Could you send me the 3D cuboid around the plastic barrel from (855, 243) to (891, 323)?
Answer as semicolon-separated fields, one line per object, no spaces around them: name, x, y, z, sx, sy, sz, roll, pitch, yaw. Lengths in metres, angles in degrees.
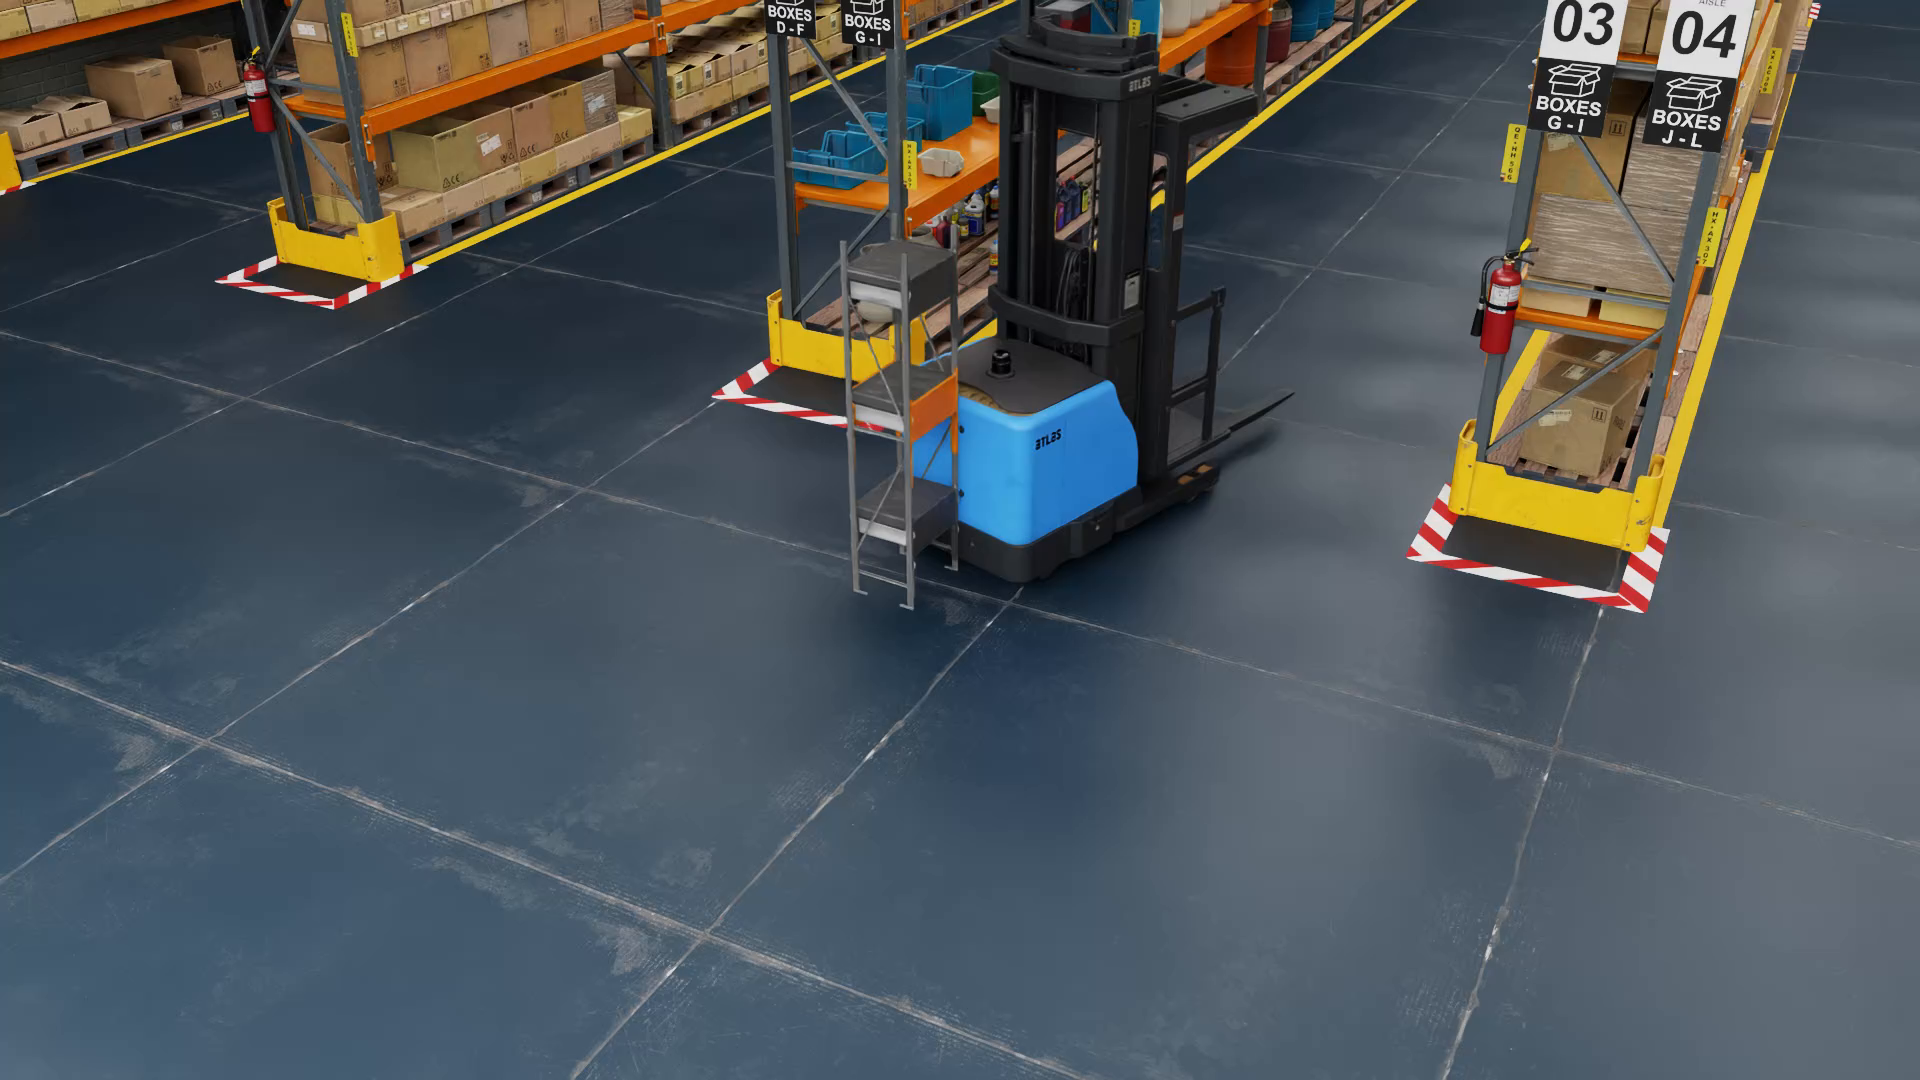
plastic barrel;-0.590;-1.926;12.459;0.421;0.512;0.421;0;30;0

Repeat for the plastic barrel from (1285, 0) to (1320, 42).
plastic barrel;4.059;-6.554;20.127;0.600;0.901;0.708;14;33;23

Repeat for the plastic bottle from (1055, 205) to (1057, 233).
plastic bottle;0.729;-2.750;14.035;0.144;0.351;0.185;14;33;23

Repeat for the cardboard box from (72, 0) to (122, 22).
cardboard box;-8.675;-5.307;16.400;0.500;0.250;0.500;14;33;23

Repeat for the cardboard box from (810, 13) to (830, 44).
cardboard box;-1.836;-5.898;19.076;0.500;0.311;0.500;14;33;23

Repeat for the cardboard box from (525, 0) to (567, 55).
cardboard box;-4.071;-4.801;15.288;0.700;0.500;0.500;15;33;24

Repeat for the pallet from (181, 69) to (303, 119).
pallet;-8.094;-5.019;18.569;1.003;0.211;1.213;14;33;23

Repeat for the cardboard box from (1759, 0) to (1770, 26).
cardboard box;4.495;-3.229;9.790;0.500;0.250;0.500;14;33;23

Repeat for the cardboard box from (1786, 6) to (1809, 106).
cardboard box;8.374;-5.286;17.945;1.225;0.875;0.875;13;32;22

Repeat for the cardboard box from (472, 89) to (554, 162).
cardboard box;-4.102;-3.805;15.242;0.500;0.500;0.500;14;33;23

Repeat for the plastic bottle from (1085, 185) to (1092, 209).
plastic bottle;1.112;-3.033;14.677;0.097;0.201;0.097;0;30;0

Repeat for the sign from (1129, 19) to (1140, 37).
sign;1.485;-4.277;14.199;0.100;0.325;0.005;14;33;23

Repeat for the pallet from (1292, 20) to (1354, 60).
pallet;4.256;-6.291;20.784;1.003;0.211;1.213;14;33;23

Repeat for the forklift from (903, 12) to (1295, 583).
forklift;1.004;-1.668;10.001;1.130;2.935;3.031;25;38;37

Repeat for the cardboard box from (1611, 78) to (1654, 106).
cardboard box;3.840;-2.519;10.011;0.500;0.500;0.500;14;33;23

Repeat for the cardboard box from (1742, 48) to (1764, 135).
cardboard box;4.763;-2.843;10.576;0.500;0.500;0.500;14;33;23

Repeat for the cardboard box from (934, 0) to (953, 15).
cardboard box;-0.424;-7.116;21.489;0.500;0.500;0.500;13;32;22

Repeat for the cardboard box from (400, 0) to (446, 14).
cardboard box;-4.747;-4.707;13.821;0.700;0.500;0.500;13;32;22

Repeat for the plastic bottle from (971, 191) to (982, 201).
plastic bottle;0.143;-2.873;14.330;0.097;0.271;0.097;0;30;0

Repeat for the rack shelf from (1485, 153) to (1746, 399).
rack shelf;4.498;-1.965;11.172;1.077;0.370;4.000;14;33;23

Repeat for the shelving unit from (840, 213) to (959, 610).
shelving unit;-0.311;-0.672;9.100;0.431;2.100;0.503;16;34;26

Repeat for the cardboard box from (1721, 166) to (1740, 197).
cardboard box;5.269;-2.550;11.722;0.380;0.149;0.250;14;33;23

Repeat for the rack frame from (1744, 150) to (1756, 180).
rack frame;7.232;-4.936;15.625;1.000;3.000;0.127;14;33;23

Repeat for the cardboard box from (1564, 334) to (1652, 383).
cardboard box;4.430;-1.307;11.393;0.500;0.500;0.500;18;34;28

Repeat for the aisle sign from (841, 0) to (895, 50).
aisle sign;-0.594;-3.543;10.587;0.394;0.787;0.004;14;33;23

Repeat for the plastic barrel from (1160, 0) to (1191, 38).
plastic barrel;1.965;-5.045;15.678;0.433;0.535;0.433;0;30;0

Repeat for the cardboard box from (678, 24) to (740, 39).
cardboard box;-2.785;-5.564;18.494;0.500;0.311;0.500;14;33;23

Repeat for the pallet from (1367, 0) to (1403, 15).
pallet;5.500;-7.502;22.892;1.003;0.211;1.213;14;33;23

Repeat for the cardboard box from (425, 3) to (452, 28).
cardboard box;-4.510;-4.428;13.987;0.380;0.149;0.250;14;33;23

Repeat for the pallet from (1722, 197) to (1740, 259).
pallet;6.317;-2.842;14.778;1.003;0.211;1.213;14;33;23

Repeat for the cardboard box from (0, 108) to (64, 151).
cardboard box;-9.246;-4.072;16.378;0.500;0.311;0.500;11;32;18

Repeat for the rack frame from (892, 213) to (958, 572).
rack frame;-0.186;-0.777;9.282;0.400;2.100;0.015;16;34;26

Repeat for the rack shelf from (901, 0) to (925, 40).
rack shelf;0.089;-4.389;12.382;1.077;0.370;4.000;14;33;23

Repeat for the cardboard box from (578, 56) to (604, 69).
cardboard box;-3.898;-4.593;16.612;0.500;0.500;0.500;14;33;23

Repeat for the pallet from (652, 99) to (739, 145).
pallet;-3.107;-4.538;17.732;1.003;0.211;1.213;14;33;23

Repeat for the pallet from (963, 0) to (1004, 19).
pallet;-0.100;-7.380;22.680;1.003;0.211;1.213;14;33;23

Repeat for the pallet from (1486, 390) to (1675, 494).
pallet;4.023;-0.567;10.815;1.003;0.211;1.213;14;33;23

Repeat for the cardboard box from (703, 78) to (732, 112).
cardboard box;-2.769;-4.751;17.641;0.500;0.250;0.500;15;33;24

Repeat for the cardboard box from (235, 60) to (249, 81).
cardboard box;-8.036;-5.252;18.578;0.380;0.166;0.250;10;31;17

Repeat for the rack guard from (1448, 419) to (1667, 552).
rack guard;3.622;-0.340;10.130;1.175;0.500;0.348;14;33;23

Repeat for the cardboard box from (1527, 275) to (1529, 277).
cardboard box;3.716;-1.687;10.219;0.380;0.149;0.250;14;33;23

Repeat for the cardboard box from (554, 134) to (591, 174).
cardboard box;-3.876;-3.702;15.815;0.500;0.250;0.500;14;33;23

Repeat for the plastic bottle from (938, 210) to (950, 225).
plastic bottle;-0.173;-2.604;13.856;0.152;0.276;0.135;13;32;22

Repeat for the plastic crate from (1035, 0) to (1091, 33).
plastic crate;0.948;-4.599;14.972;0.402;0.464;0.583;14;33;23

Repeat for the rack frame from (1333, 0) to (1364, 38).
rack frame;4.645;-7.833;20.669;1.000;3.000;0.127;14;33;23

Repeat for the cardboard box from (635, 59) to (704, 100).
cardboard box;-2.998;-4.772;17.114;0.500;0.311;0.500;14;33;23

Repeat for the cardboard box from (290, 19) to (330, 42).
cardboard box;-5.225;-4.176;13.549;0.380;0.149;0.250;14;33;22

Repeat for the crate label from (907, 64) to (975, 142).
crate label;-0.224;-3.406;12.924;0.502;0.435;0.616;14;33;23

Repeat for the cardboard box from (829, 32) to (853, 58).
cardboard box;-1.608;-5.887;19.619;0.500;0.250;0.500;15;33;24

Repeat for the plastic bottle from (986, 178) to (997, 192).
plastic bottle;0.263;-3.065;14.584;0.144;0.351;0.185;15;33;25
